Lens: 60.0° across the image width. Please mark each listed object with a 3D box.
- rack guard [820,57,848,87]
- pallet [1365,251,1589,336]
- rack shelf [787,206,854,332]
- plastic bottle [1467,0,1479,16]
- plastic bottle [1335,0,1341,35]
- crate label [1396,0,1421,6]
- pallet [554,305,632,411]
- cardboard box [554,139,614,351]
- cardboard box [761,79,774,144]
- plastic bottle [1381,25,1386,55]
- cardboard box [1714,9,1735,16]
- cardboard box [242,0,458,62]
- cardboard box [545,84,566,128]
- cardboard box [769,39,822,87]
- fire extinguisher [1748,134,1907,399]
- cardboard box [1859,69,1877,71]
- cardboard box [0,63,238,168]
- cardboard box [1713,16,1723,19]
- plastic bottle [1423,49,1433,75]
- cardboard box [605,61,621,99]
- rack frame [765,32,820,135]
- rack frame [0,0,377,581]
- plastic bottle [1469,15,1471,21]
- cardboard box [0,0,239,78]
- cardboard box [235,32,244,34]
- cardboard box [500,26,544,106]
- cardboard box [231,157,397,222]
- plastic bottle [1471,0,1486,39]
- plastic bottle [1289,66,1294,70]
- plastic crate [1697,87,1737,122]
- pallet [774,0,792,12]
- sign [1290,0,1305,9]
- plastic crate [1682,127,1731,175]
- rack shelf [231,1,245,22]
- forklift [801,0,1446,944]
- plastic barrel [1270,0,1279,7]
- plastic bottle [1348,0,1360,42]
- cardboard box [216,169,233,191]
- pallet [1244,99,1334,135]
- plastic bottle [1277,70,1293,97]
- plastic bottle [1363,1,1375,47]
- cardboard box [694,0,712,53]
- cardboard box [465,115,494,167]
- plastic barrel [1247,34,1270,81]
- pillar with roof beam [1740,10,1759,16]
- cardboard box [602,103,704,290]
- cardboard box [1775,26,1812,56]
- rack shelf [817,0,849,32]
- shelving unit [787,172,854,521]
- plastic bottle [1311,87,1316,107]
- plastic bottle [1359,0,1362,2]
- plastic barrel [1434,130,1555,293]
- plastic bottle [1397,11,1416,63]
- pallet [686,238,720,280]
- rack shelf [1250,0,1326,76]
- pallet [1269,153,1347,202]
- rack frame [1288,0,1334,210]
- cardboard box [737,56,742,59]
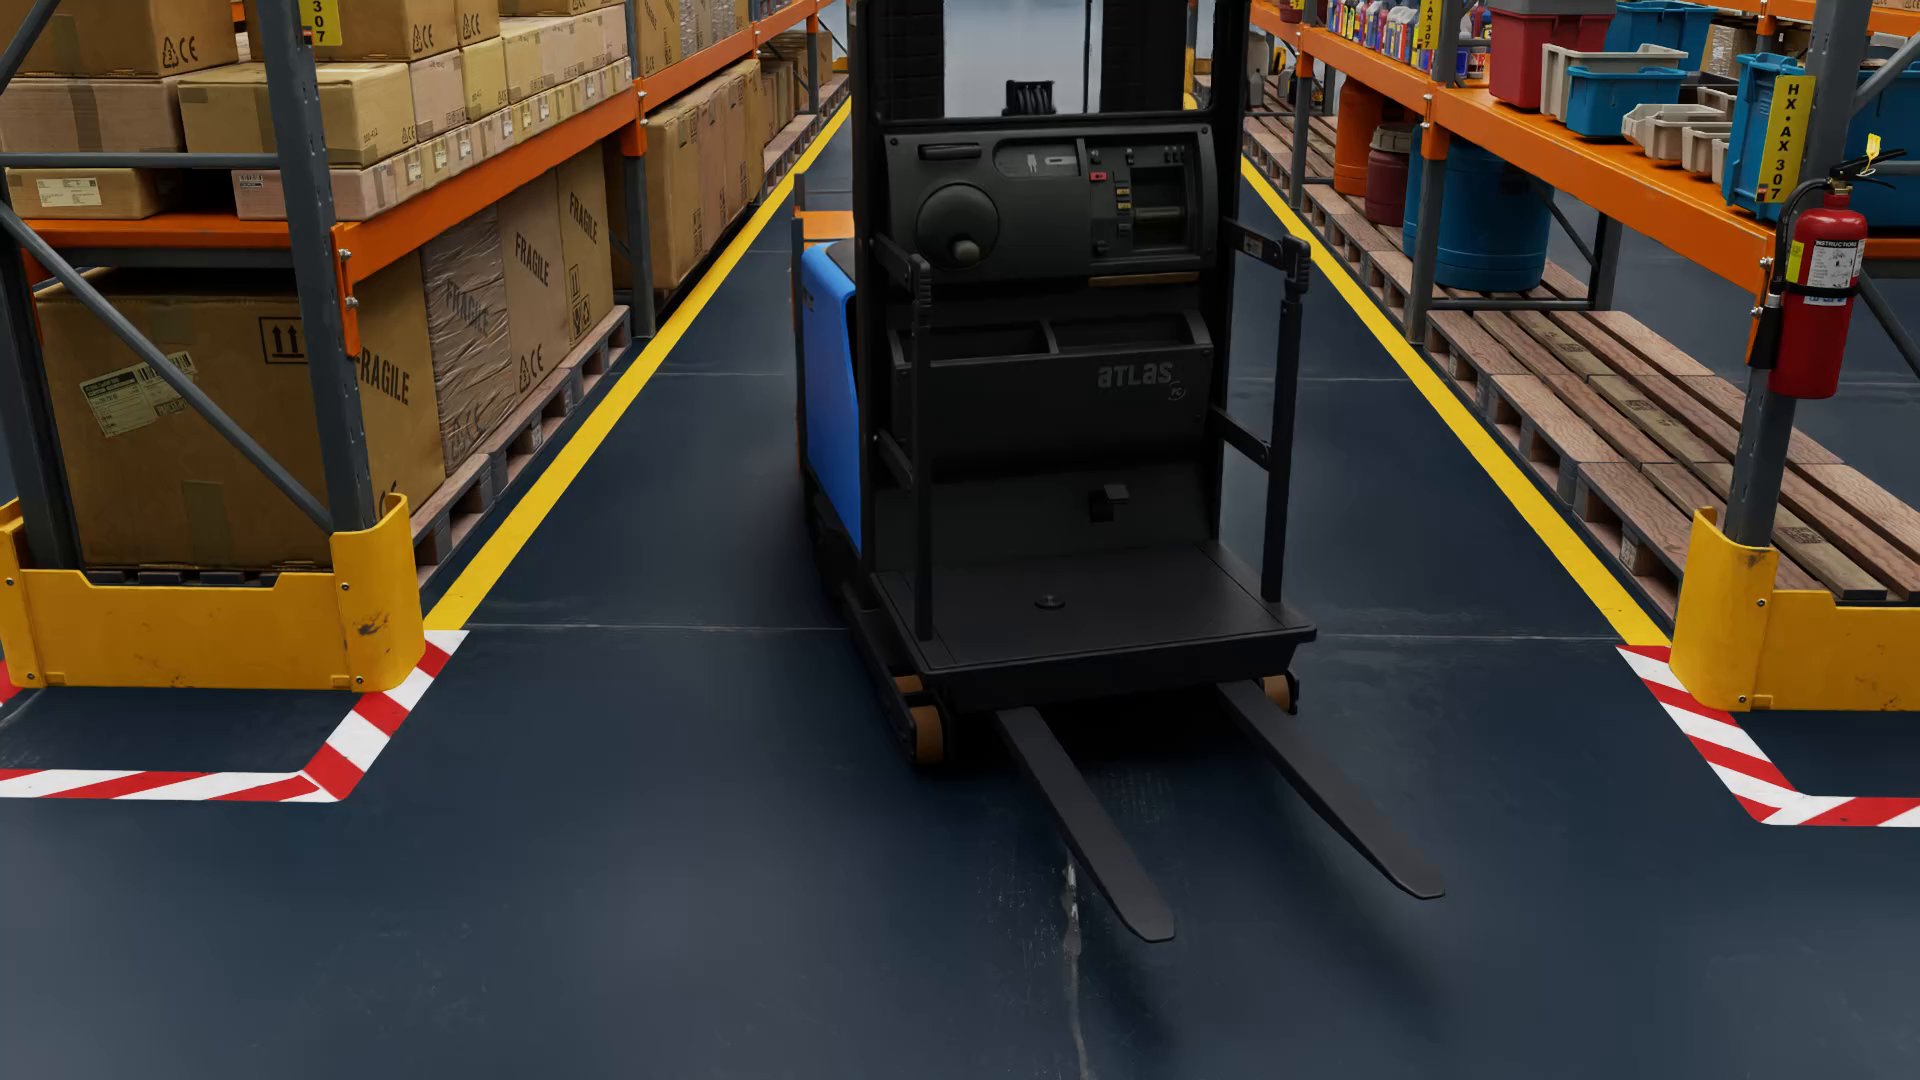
[{"bbox_3d":[-1.753,-5.619,19.820,1.175,0.500,0.348,1,21,2],"label":"rack guard"},{"bbox_3d":[2.900,-1.397,9.338,1.003,0.211,1.213,1,21,2],"label":"pallet"},{"bbox_3d":[-0.385,-1.065,6.410,0.538,0.278,1.000,-2,21,-4],"label":"rack shelf"},{"bbox_3d":[3.330,-3.388,10.793,0.097,0.271,0.097,0,21,0],"label":"plastic bottle"},{"bbox_3d":[2.565,-3.539,11.165,0.061,0.283,0.133,1,21,2],"label":"plastic bottle"},{"bbox_3d":[3.344,-3.935,12.256,0.303,0.233,0.416,1,21,2],"label":"crate label"},{"bbox_3d":[-2.217,-0.899,8.054,1.003,0.211,1.213,1,21,2],"label":"pallet"},{"bbox_3d":[-2.215,-1.441,7.952,0.875,0.875,0.875,1,21,2],"label":"cardboard box"},{"bbox_3d":[-1.979,-3.607,14.027,0.700,0.500,0.500,2,21,6],"label":"cardboard box"},{"bbox_3d":[2.538,-2.961,9.789,0.097,0.201,0.097,0,21,0],"label":"plastic bottle"},{"bbox_3d":[8.432,-5.768,18.932,0.500,0.500,0.500,1,21,2],"label":"cardboard box"},{"bbox_3d":[-1.937,-1.797,5.272,0.500,0.500,0.500,0,21,0],"label":"cardboard box"},{"bbox_3d":[-1.836,-1.778,6.811,0.380,0.149,0.250,0,21,1],"label":"cardboard box"},{"bbox_3d":[-1.808,-5.174,18.092,0.500,0.500,0.500,3,21,7],"label":"cardboard box"},{"bbox_3d":[2.255,-0.713,4.342,0.296,0.674,0.183,1,21,2],"label":"fire extinguisher"},{"bbox_3d":[7.733,-3.916,14.420,0.500,0.311,0.500,0,21,0],"label":"cardboard box"},{"bbox_3d":[-2.488,-1.274,4.961,0.500,0.250,0.500,0,21,1],"label":"cardboard box"},{"bbox_3d":[7.897,-5.412,18.014,0.500,0.500,0.500,1,21,2],"label":"cardboard box"},{"bbox_3d":[2.486,-2.595,8.730,0.061,0.283,0.133,1,21,2],"label":"plastic bottle"},{"bbox_3d":[-1.805,-2.149,7.768,0.380,0.149,0.250,1,21,3],"label":"cardboard box"},{"bbox_3d":[-1.872,-5.366,15.711,1.000,3.000,0.127,1,21,2],"label":"rack frame"},{"bbox_3d":[-2.237,-1.027,4.529,1.000,3.000,0.127,1,21,2],"label":"rack frame"},{"bbox_3d":[3.327,-3.320,10.715,0.097,0.201,0.097,0,21,0],"label":"plastic bottle"},{"bbox_3d":[-2.485,-1.624,4.828,0.500,0.500,0.500,1,21,2],"label":"cardboard box"},{"bbox_3d":[-6.756,-4.378,15.696,1.050,0.750,0.750,1,21,1],"label":"cardboard box"},{"bbox_3d":[-1.914,-1.825,6.381,0.500,0.250,0.500,0,21,1],"label":"cardboard box"},{"bbox_3d":[-1.896,-1.035,4.896,0.380,0.149,0.250,1,21,2],"label":"cardboard box"},{"bbox_3d":[3.187,-3.181,10.242,0.061,0.283,0.133,1,21,2],"label":"plastic bottle"},{"bbox_3d":[3.543,-4.883,17.624,0.152,0.276,0.135,0,21,0],"label":"plastic bottle"},{"bbox_3d":[3.083,-1.691,6.522,0.293,0.136,0.466,1,21,2],"label":"plastic crate"},{"bbox_3d":[-1.974,-4.546,13.864,1.003,0.211,1.213,1,21,2],"label":"pallet"},{"bbox_3d":[2.407,-3.945,11.823,0.100,0.325,0.005,1,21,2],"label":"sign"},{"bbox_3d":[2.581,-1.279,5.460,0.396,0.136,0.243,1,21,2],"label":"plastic crate"},{"bbox_3d":[-6.887,-4.398,14.212,1.077,0.370,4.000,1,21,2],"label":"rack shelf"},{"bbox_3d":[0.313,-0.913,4.330,1.130,2.935,3.031,-5,22,-14],"label":"forklift"},{"bbox_3d":[2.808,-4.766,13.977,0.433,0.535,0.433,0,21,0],"label":"plastic barrel"},{"bbox_3d":[2.550,-3.359,10.701,0.061,0.283,0.133,1,21,2],"label":"plastic bottle"},{"bbox_3d":[-2.540,-1.227,5.393,0.380,0.149,0.250,1,21,2],"label":"cardboard box"},{"bbox_3d":[3.141,-4.254,16.700,1.003,0.211,1.213,1,21,2],"label":"pallet"},{"bbox_3d":[3.388,-4.748,17.277,0.152,0.276,0.135,1,21,2],"label":"plastic bottle"},{"bbox_3d":[2.555,-3.193,10.289,0.097,0.271,0.097,0,21,0],"label":"plastic bottle"},{"bbox_3d":[-1.811,-3.233,10.076,0.500,0.500,0.500,1,21,3],"label":"cardboard box"},{"bbox_3d":[-1.867,-1.406,5.853,0.380,0.149,0.250,0,21,1],"label":"cardboard box"},{"bbox_3d":[3.241,-5.373,18.590,0.421,0.512,0.421,0,21,0],"label":"plastic barrel"},{"bbox_3d":[10.008,-13.569,28.559,9.100,9.000,0.400,1,21,2],"label":"pillar with roof beam"},{"bbox_3d":[-2.116,-1.910,9.162,1.225,0.875,0.875,1,21,2],"label":"cardboard box"},{"bbox_3d":[8.364,-4.864,16.602,0.500,0.500,0.500,1,21,2],"label":"cardboard box"},{"bbox_3d":[-1.811,-5.753,17.705,1.077,0.370,4.000,1,21,2],"label":"rack shelf"},{"bbox_3d":[-0.385,-0.792,6.516,0.538,1.125,1.048,-2,21,-4],"label":"shelving unit"},{"bbox_3d":[3.533,-4.396,16.471,0.097,0.201,0.097,0,21,0],"label":"plastic bottle"},{"bbox_3d":[2.637,-3.443,10.932,0.097,0.271,0.097,0,21,0],"label":"plastic bottle"},{"bbox_3d":[2.869,-1.833,8.926,0.600,0.901,0.708,1,21,2],"label":"plastic barrel"},{"bbox_3d":[2.551,-2.821,9.325,0.152,0.276,0.135,1,21,2],"label":"plastic bottle"},{"bbox_3d":[-2.133,-1.895,10.622,1.003,0.211,1.213,1,21,2],"label":"pallet"},{"bbox_3d":[3.018,-4.253,13.837,1.077,0.370,4.000,1,21,2],"label":"rack shelf"},{"bbox_3d":[3.019,-2.845,13.068,1.003,0.211,1.213,1,21,2],"label":"pallet"},{"bbox_3d":[2.957,-3.865,11.843,1.000,3.000,0.127,1,21,2],"label":"rack frame"},{"bbox_3d":[-1.997,-3.743,13.340,0.500,0.250,0.500,3,21,8],"label":"cardboard box"}]
